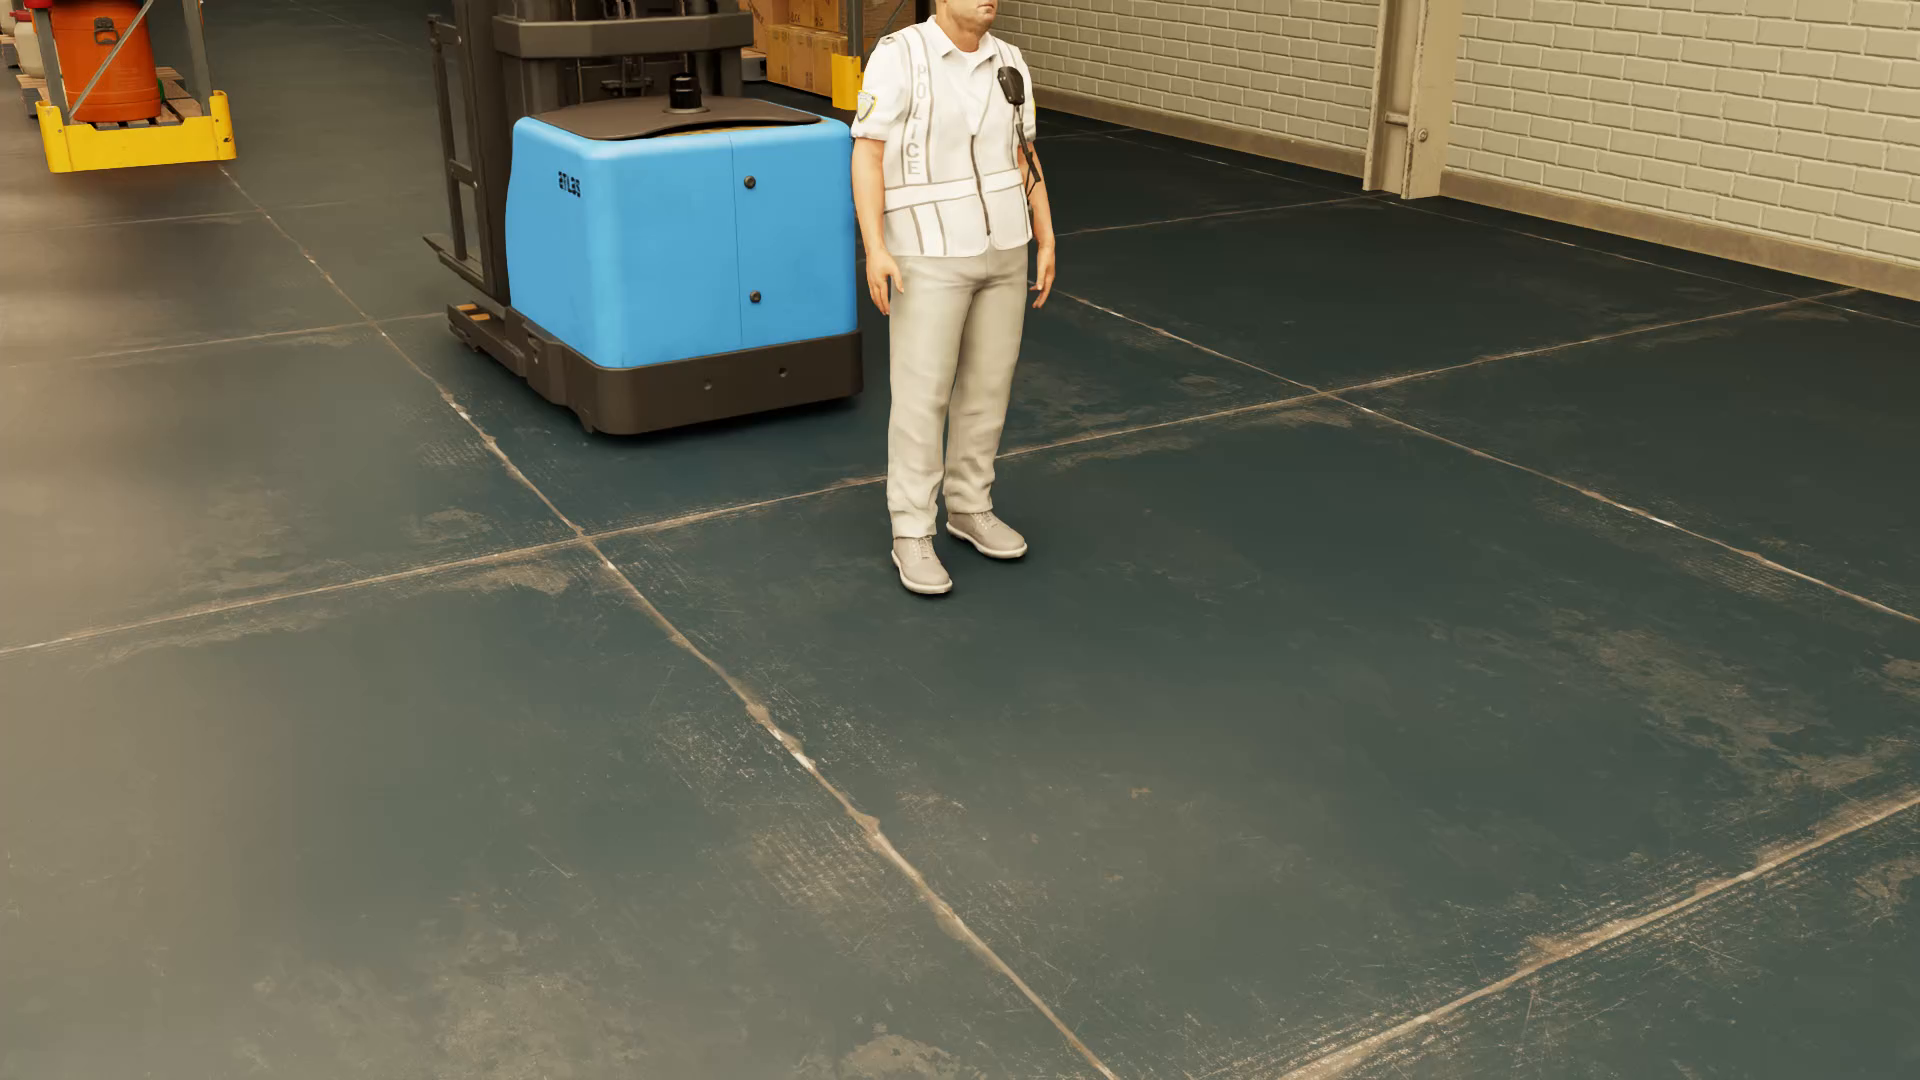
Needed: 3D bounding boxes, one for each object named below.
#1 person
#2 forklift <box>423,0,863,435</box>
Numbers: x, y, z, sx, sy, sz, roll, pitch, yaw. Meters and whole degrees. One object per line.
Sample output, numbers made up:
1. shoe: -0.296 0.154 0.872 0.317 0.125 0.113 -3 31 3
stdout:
1. person: 0.028 -0.802 4.726 0.640 1.779 0.575 -12 25 -28
2. forklift: -1.571 -2.236 6.723 1.130 2.935 3.031 -13 26 -29
